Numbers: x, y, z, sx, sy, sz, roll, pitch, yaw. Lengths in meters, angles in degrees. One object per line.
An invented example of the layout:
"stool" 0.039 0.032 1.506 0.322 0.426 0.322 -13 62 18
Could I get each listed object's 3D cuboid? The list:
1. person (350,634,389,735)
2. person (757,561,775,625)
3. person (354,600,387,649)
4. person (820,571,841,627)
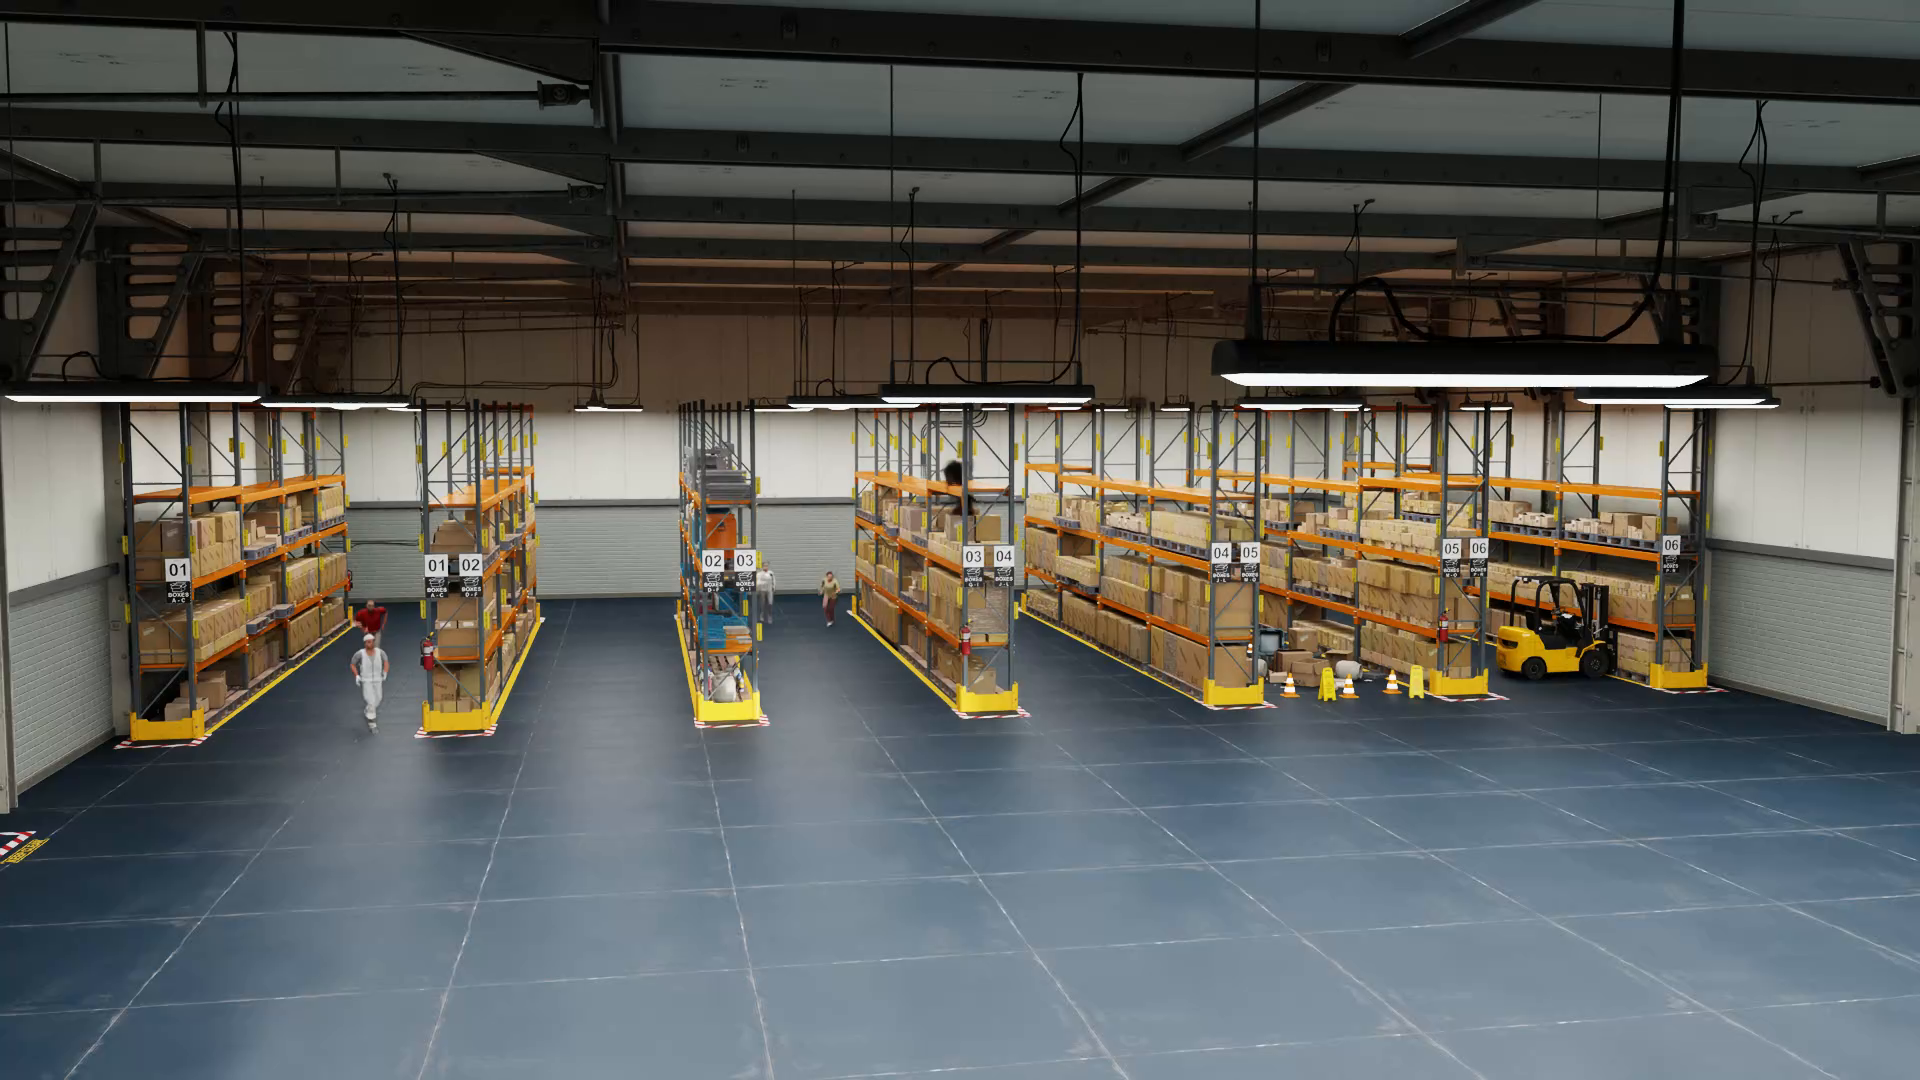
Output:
"person" -10.647 2.576 30.015 0.659 1.802 0.822 -3 5 -34
"person" -5.331 1.435 45.604 0.580 1.735 0.846 -1 5 -19
"person" -13.093 2.136 36.969 0.696 1.694 1.024 -2 5 -23
"person" -3.494 1.551 45.116 0.598 1.509 1.009 0 4 4
